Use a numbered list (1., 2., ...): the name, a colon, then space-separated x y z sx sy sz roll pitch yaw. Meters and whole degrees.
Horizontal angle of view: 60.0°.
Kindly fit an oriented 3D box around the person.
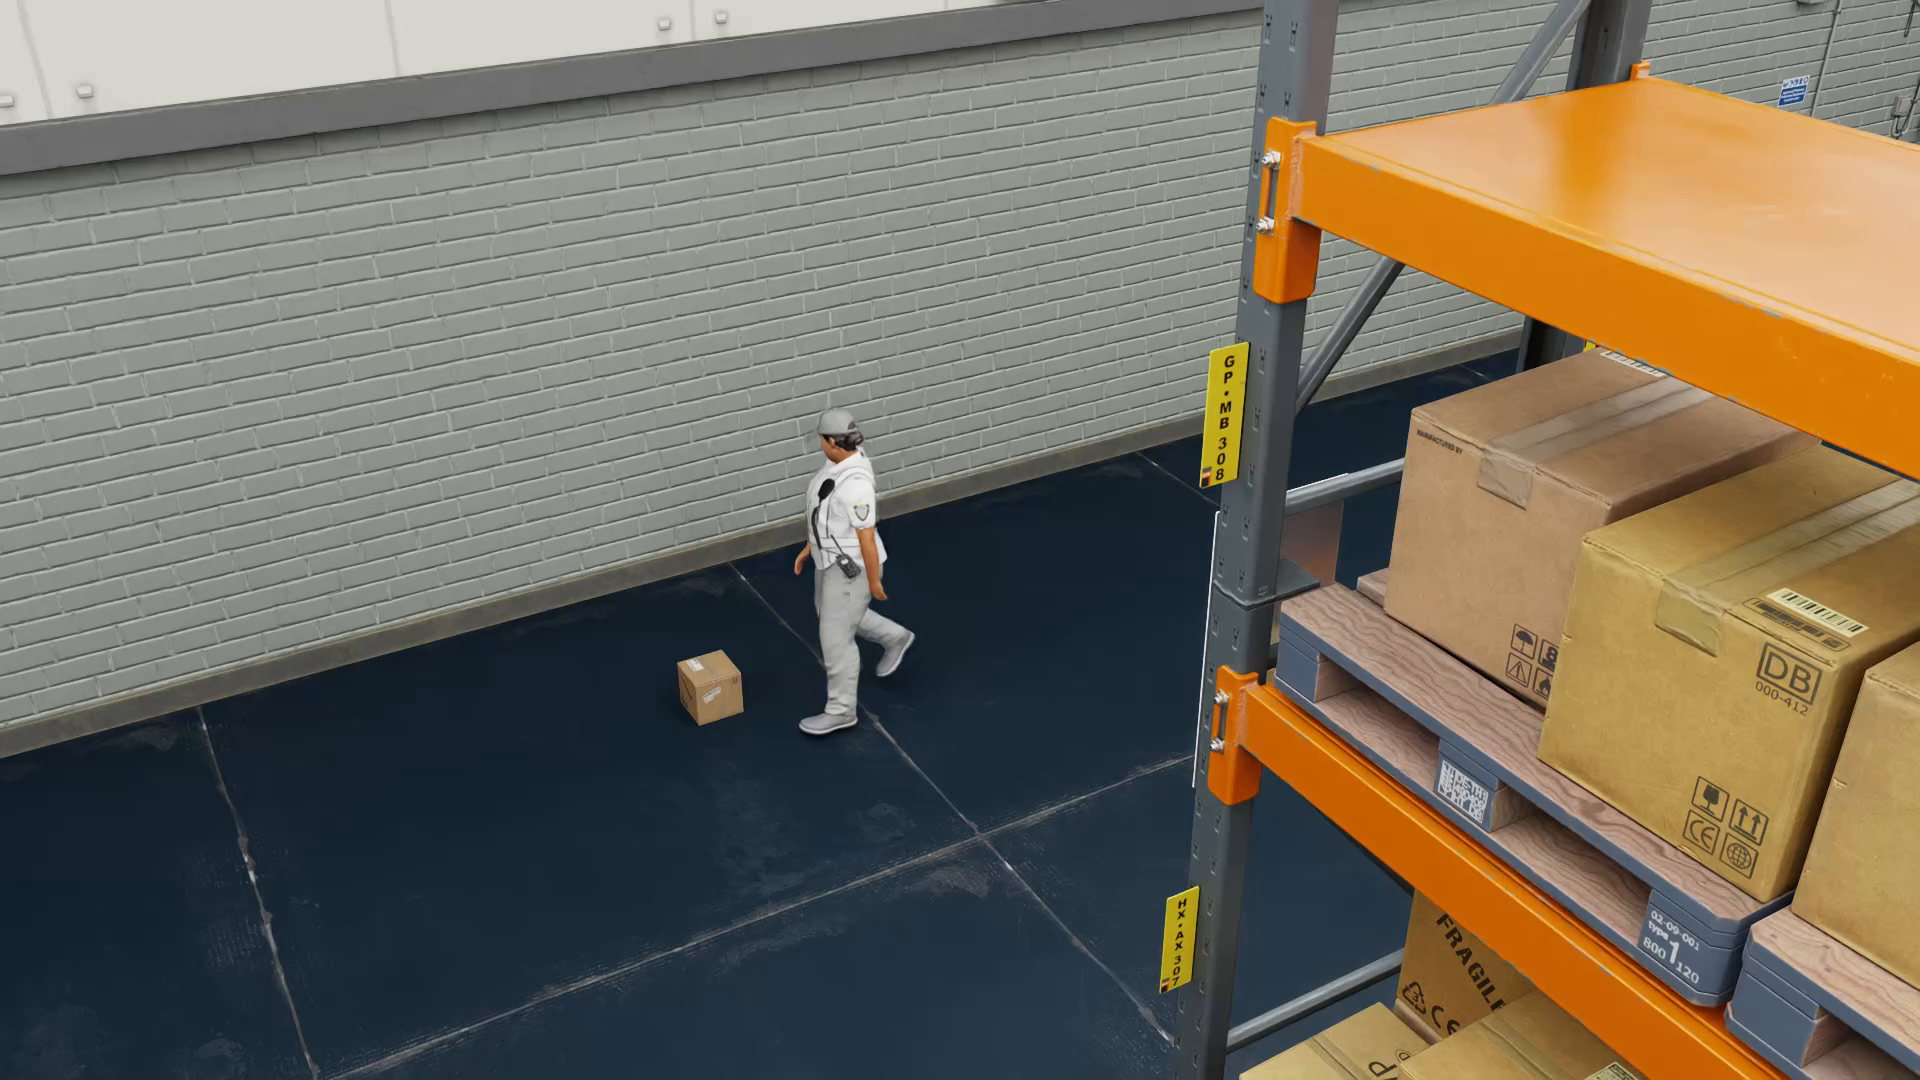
1. person: -0.532 0.125 8.338 0.691 1.627 0.550 -7 30 -12
